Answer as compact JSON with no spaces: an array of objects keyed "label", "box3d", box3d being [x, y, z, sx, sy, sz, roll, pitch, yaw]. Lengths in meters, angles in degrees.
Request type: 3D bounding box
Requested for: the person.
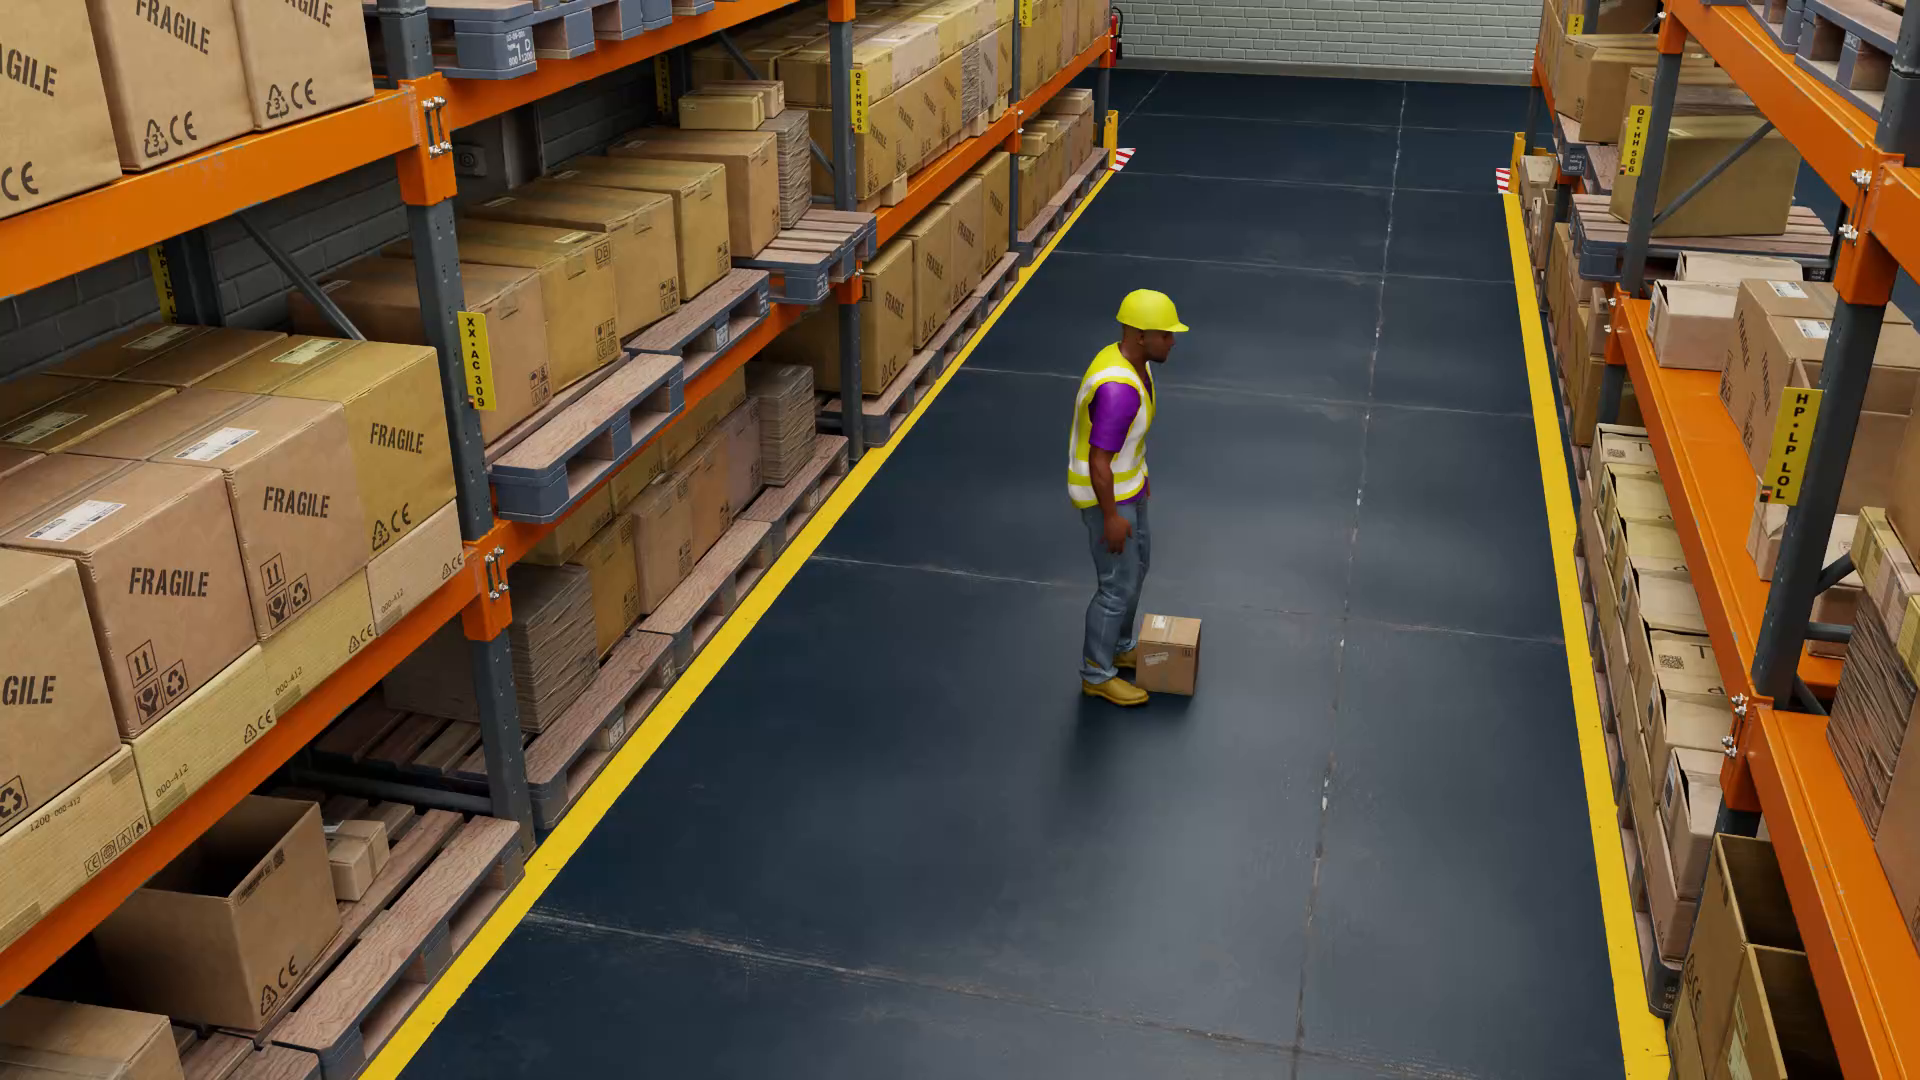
[{"label":"person","box3d":[0.687,-0.198,7.008,0.460,1.760,0.627,6,26,13]}]
